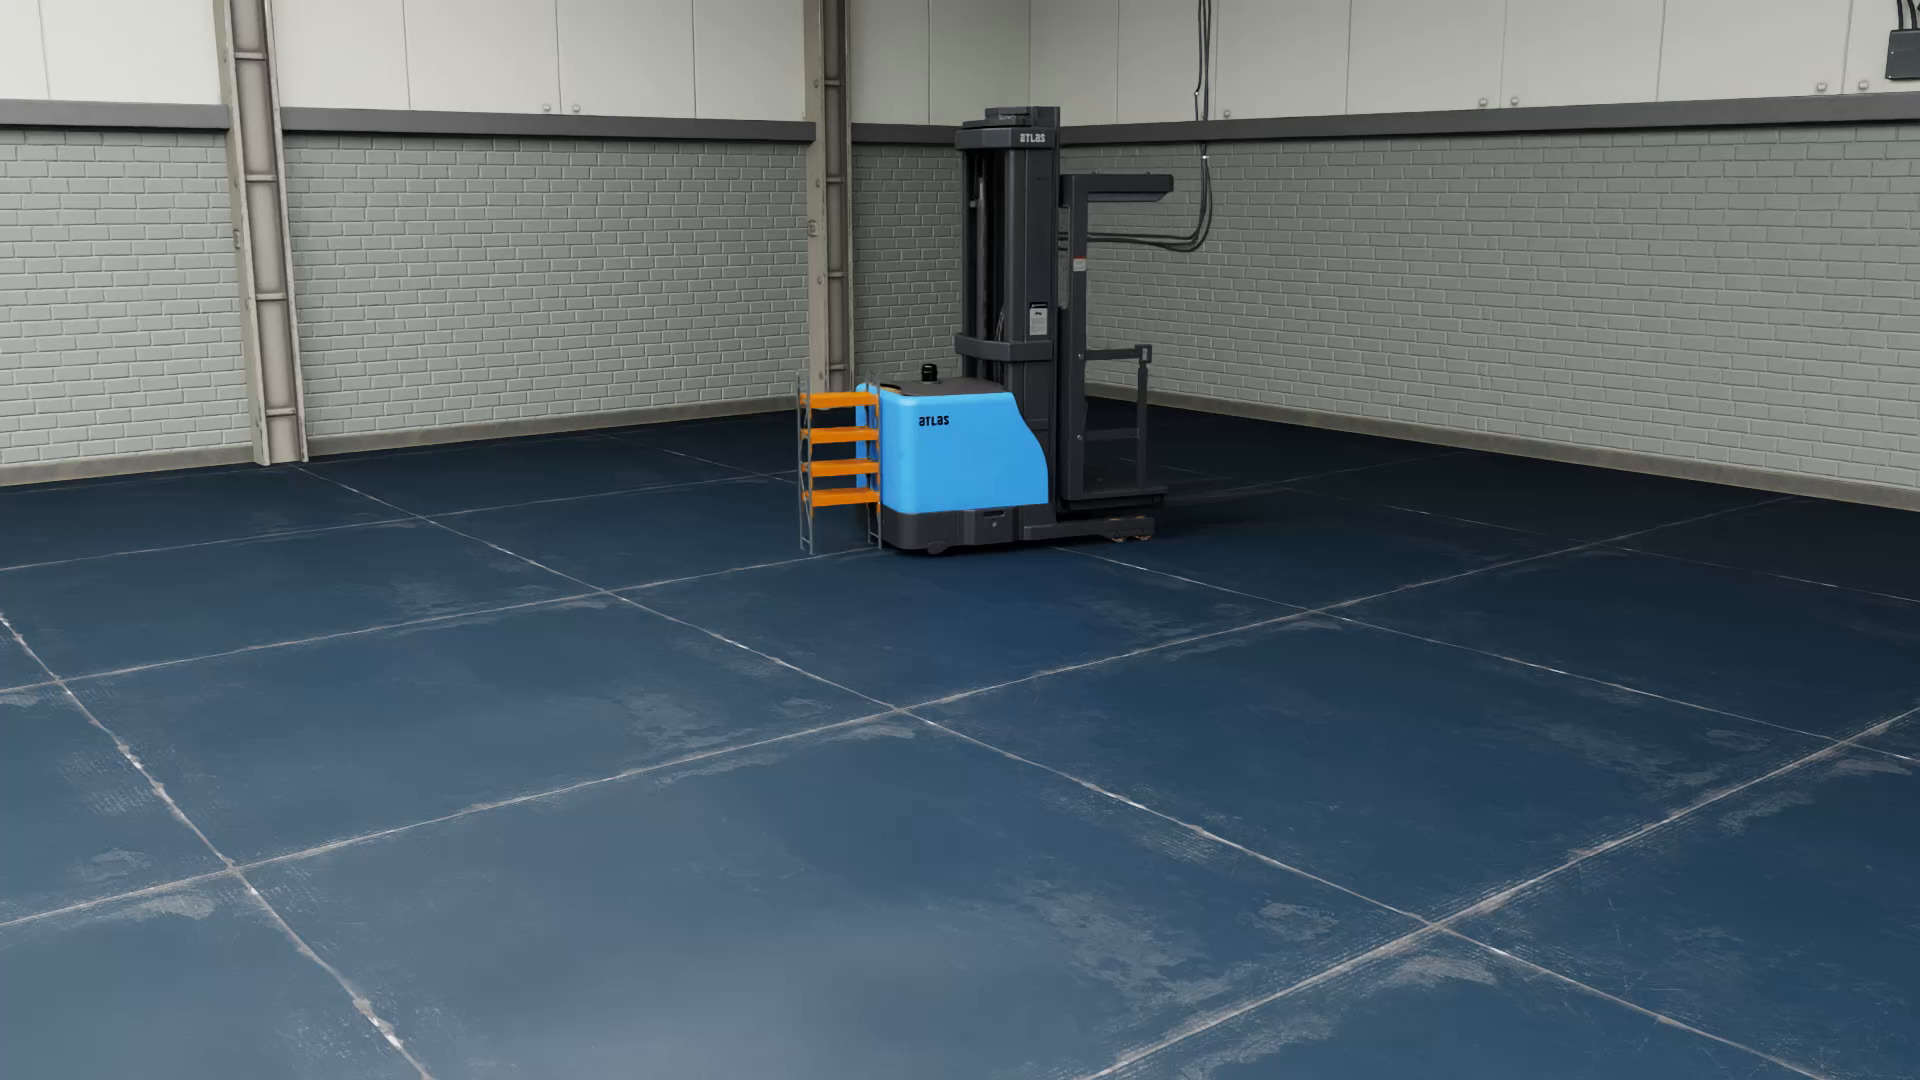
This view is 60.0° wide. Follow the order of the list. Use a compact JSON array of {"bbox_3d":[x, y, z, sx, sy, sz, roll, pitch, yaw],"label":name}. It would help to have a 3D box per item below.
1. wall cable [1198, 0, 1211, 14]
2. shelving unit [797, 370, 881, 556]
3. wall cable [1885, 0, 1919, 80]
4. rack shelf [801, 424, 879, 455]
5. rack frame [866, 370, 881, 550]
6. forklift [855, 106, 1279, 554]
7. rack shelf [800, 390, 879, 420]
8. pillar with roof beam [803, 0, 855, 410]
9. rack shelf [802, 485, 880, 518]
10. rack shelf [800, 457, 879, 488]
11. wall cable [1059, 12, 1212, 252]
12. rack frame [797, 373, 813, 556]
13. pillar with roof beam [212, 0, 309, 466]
[{"bbox_3d":[3.392,-6.570,16.223,0.112,2.526,3.097,-9,15,-38],"label":"wall cable"},{"bbox_3d":[-0.813,-0.523,11.204,0.503,1.200,0.258,-5,13,-22],"label":"shelving unit"},{"bbox_3d":[7.621,-6.179,10.877,0.169,6.003,2.305,-9,15,-38],"label":"wall cable"},{"bbox_3d":[-0.813,-0.676,11.171,0.480,0.148,0.258,-5,13,-22],"label":"rack shelf"},{"bbox_3d":[-0.588,-0.543,11.295,0.015,1.200,0.240,-5,13,-22],"label":"rack frame"},{"bbox_3d":[0.820,-1.514,11.701,3.031,2.935,1.130,-5,13,-22],"label":"forklift"},{"bbox_3d":[-0.813,-0.907,11.122,0.480,0.148,0.258,-5,13,-22],"label":"rack shelf"},{"bbox_3d":[1.265,-5.191,14.413,0.400,9.000,9.100,-9,15,-38],"label":"pillar with roof beam"},{"bbox_3d":[-0.813,-0.263,11.259,0.480,0.148,0.258,-5,13,-22],"label":"rack shelf"},{"bbox_3d":[-0.813,-0.457,11.218,0.480,0.148,0.258,-5,13,-22],"label":"rack shelf"},{"bbox_3d":[1.702,-4.539,18.814,0.112,2.526,3.097,-9,15,-38],"label":"wall cable"},{"bbox_3d":[-1.038,-0.504,11.112,0.015,1.200,0.240,-5,13,-22],"label":"rack frame"},{"bbox_3d":[-3.420,-4.413,10.746,0.400,9.000,9.100,-9,15,-38],"label":"pillar with roof beam"}]
